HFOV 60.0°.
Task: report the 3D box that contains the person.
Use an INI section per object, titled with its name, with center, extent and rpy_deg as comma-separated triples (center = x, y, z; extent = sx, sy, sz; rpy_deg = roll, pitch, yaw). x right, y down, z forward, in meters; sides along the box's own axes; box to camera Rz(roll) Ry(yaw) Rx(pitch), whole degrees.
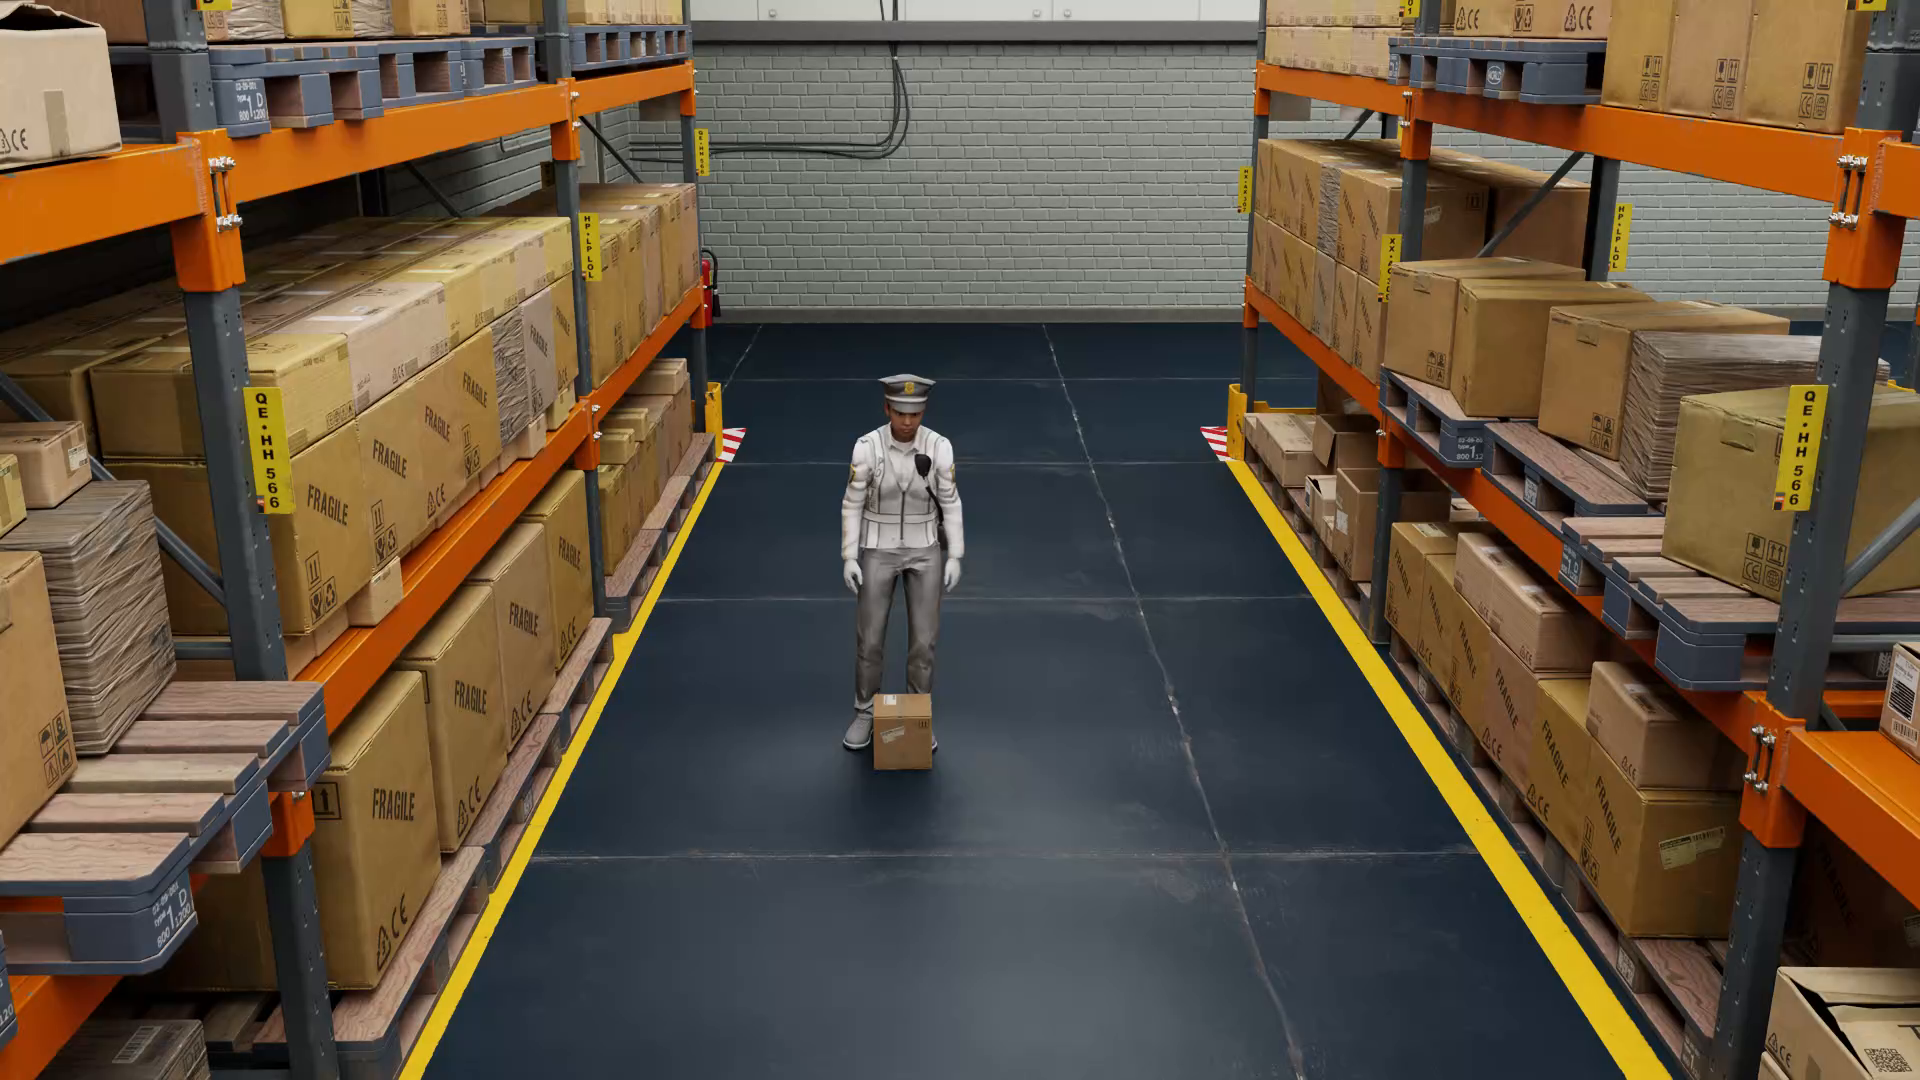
[person]
center = -0.251, 0.092, 7.240
extent = 0.547, 1.666, 0.412
rpy_deg = -1, 17, -4
